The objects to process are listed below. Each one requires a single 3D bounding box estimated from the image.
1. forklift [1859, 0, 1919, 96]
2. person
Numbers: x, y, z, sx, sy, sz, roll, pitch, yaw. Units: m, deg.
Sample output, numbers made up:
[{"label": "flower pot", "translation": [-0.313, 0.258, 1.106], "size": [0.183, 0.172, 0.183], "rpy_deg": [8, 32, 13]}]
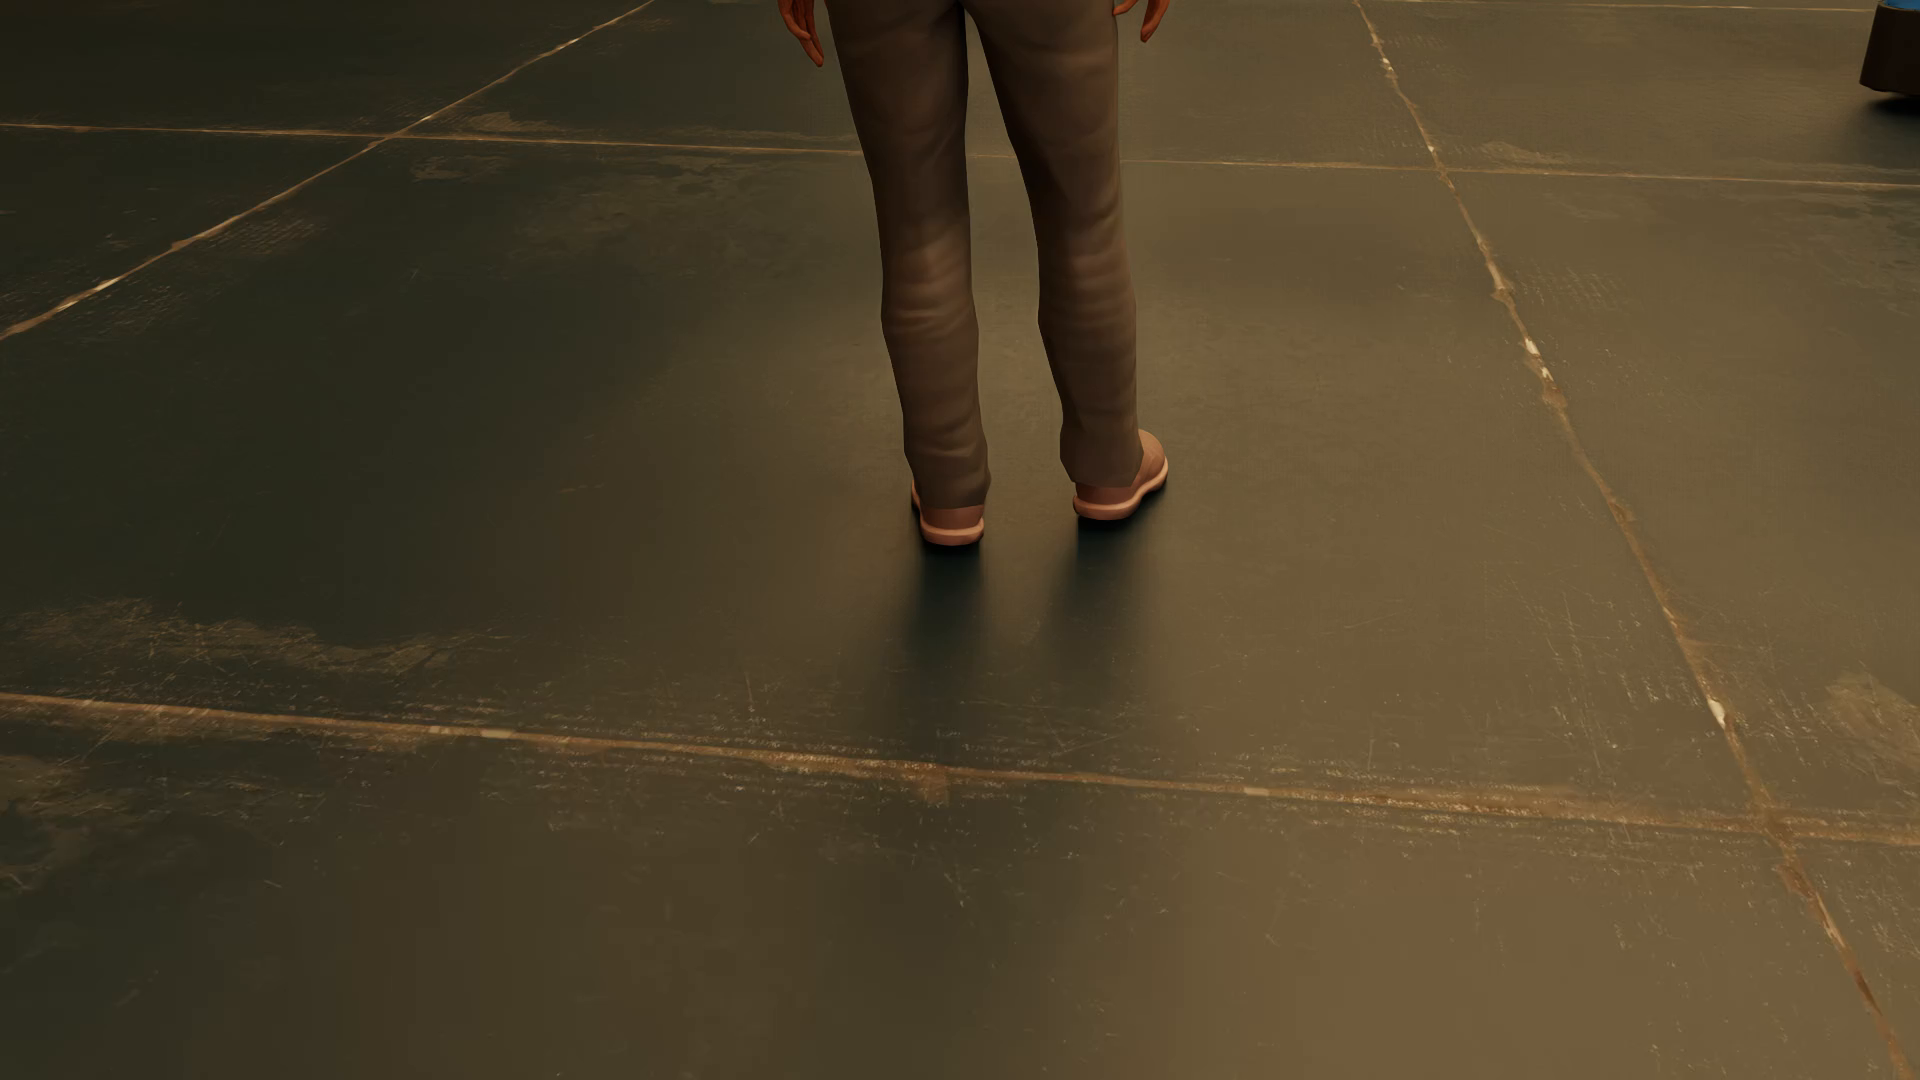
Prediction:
[{"label": "forklift", "translation": [4.253, -2.926, 5.082], "size": [3.031, 2.935, 1.130], "rpy_deg": [-21, 33, -36]}, {"label": "person", "translation": [0.031, -0.784, 2.203], "size": [0.569, 1.654, 0.504], "rpy_deg": [3, 27, 7]}]
